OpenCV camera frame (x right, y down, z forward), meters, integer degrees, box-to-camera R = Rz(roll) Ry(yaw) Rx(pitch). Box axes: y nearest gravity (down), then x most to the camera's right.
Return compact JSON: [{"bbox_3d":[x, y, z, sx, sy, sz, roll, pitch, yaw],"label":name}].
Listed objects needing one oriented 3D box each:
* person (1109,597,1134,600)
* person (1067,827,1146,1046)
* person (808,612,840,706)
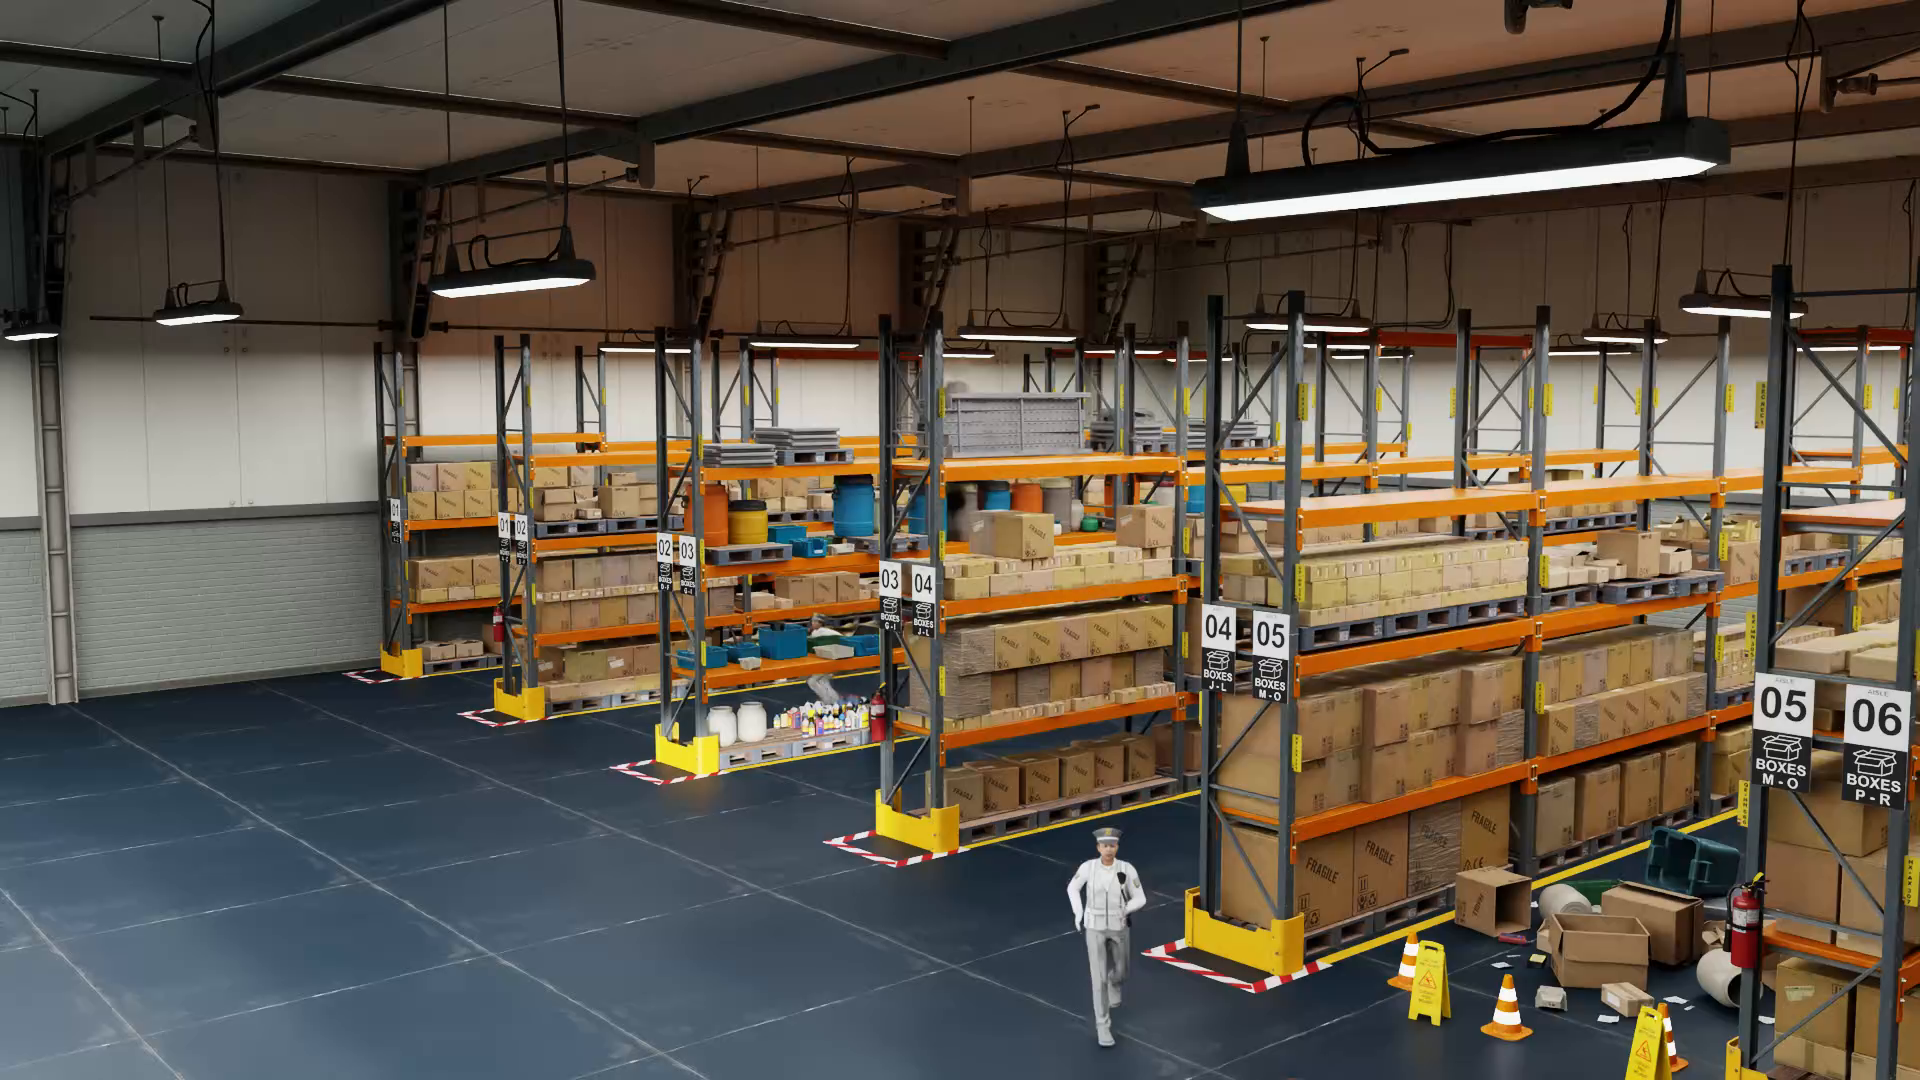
[{"bbox_3d":[2.934,1.486,31.251,0.723,1.702,0.648,-4,7,-38],"label":"person"},{"bbox_3d":[1.177,3.112,13.351,0.626,1.667,0.841,0,5,2],"label":"person"},{"bbox_3d":[-2.144,1.947,26.125,0.749,1.636,0.646,-4,6,-35],"label":"person"}]
